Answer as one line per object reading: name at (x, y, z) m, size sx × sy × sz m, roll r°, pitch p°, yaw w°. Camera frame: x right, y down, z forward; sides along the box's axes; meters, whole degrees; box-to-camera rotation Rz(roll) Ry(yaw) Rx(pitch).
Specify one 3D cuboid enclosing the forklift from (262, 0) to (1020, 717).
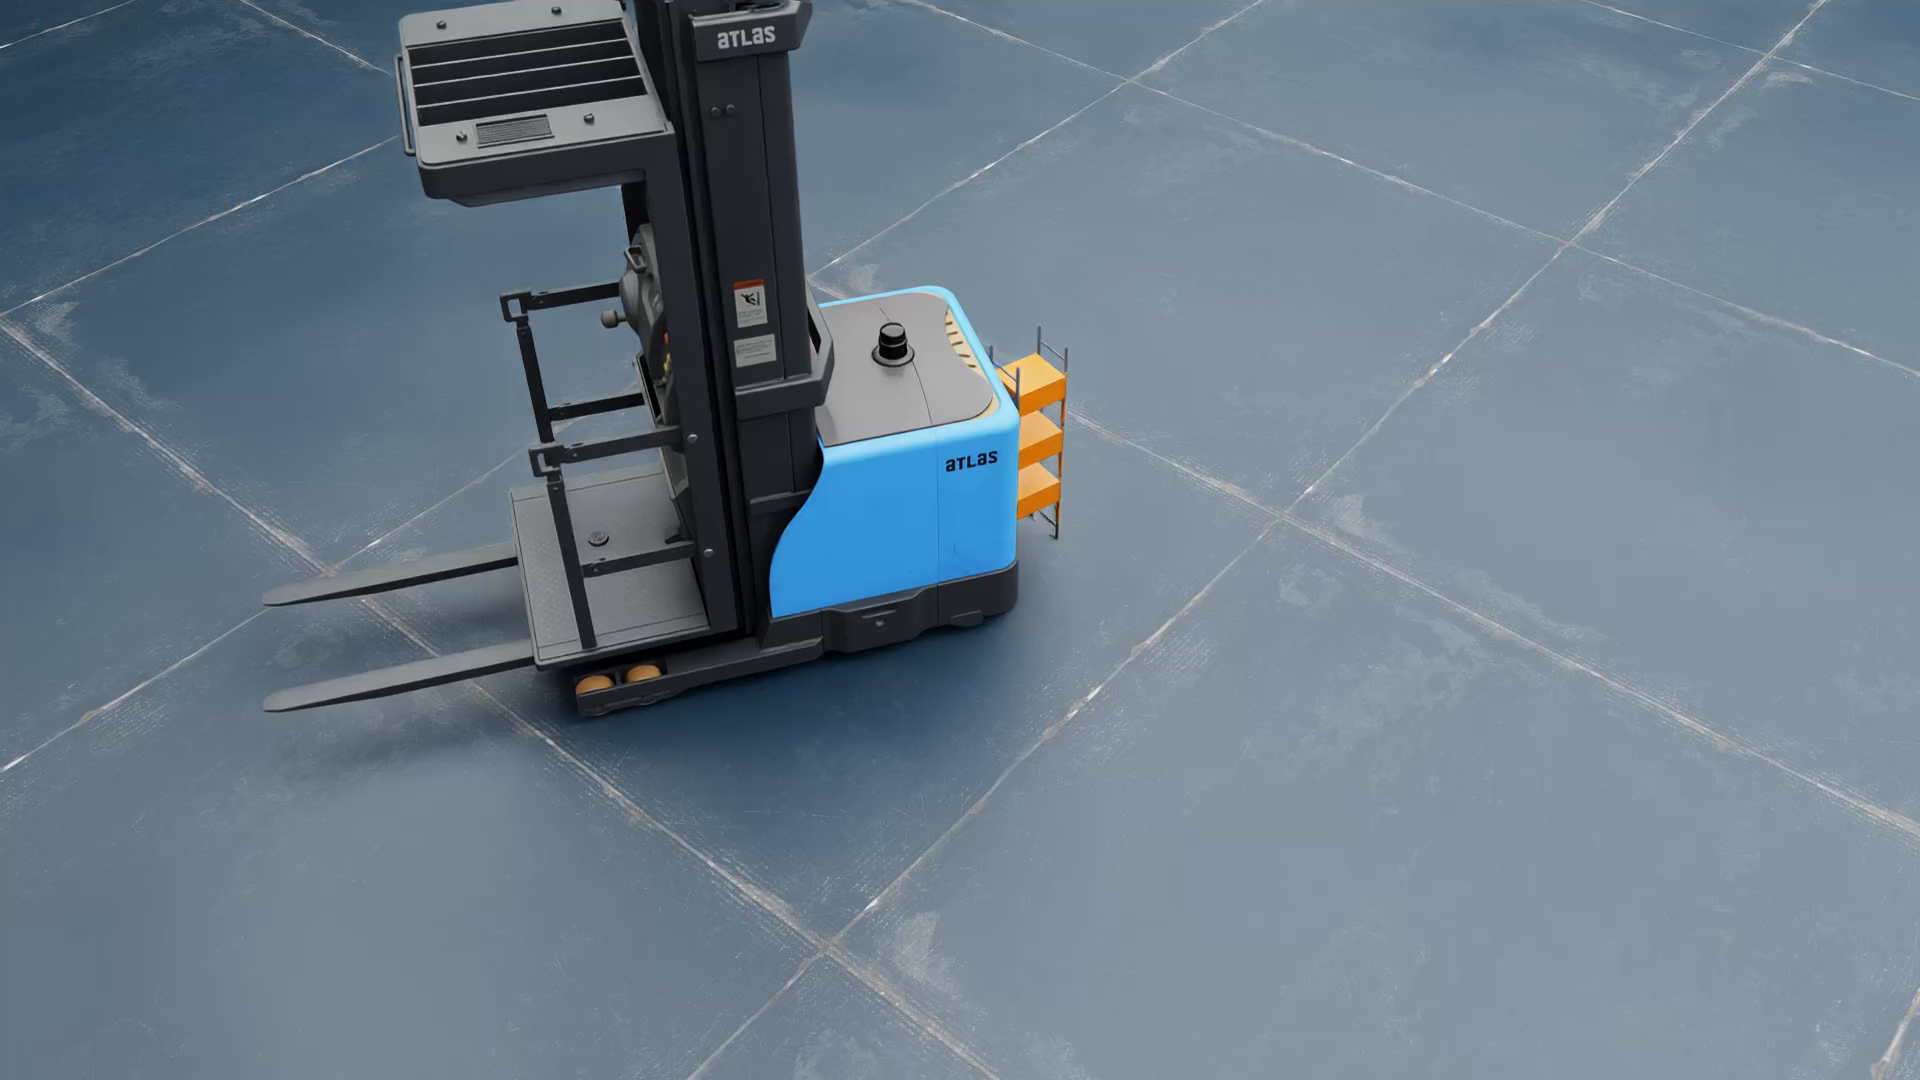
forklift at (-1.331, -0.780, 6.112) m, size 3.031 × 2.935 × 1.130 m, roll -12°, pitch 44°, yaw -13°

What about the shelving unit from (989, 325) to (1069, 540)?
shelving unit at (0.280, -0.396, 7.087) m, size 0.252 × 1.050 × 0.215 m, roll -25°, pitch 48°, yaw -25°

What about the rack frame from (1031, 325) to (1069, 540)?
rack frame at (0.380, -0.443, 7.139) m, size 0.008 × 1.050 × 0.200 m, roll -25°, pitch 48°, yaw -25°

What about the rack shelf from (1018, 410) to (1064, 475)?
rack shelf at (0.280, -0.388, 7.095) m, size 0.240 × 0.259 × 0.215 m, roll -25°, pitch 48°, yaw -25°

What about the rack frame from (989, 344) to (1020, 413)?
rack frame at (0.180, -0.349, 7.036) m, size 0.008 × 1.050 × 0.200 m, roll -25°, pitch 48°, yaw -25°

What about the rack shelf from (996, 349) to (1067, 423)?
rack shelf at (0.280, -0.598, 6.904) m, size 0.240 × 0.259 × 0.215 m, roll -25°, pitch 48°, yaw -25°

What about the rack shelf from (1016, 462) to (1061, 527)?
rack shelf at (0.280, -0.183, 7.281) m, size 0.240 × 0.259 × 0.215 m, roll -25°, pitch 48°, yaw -25°
